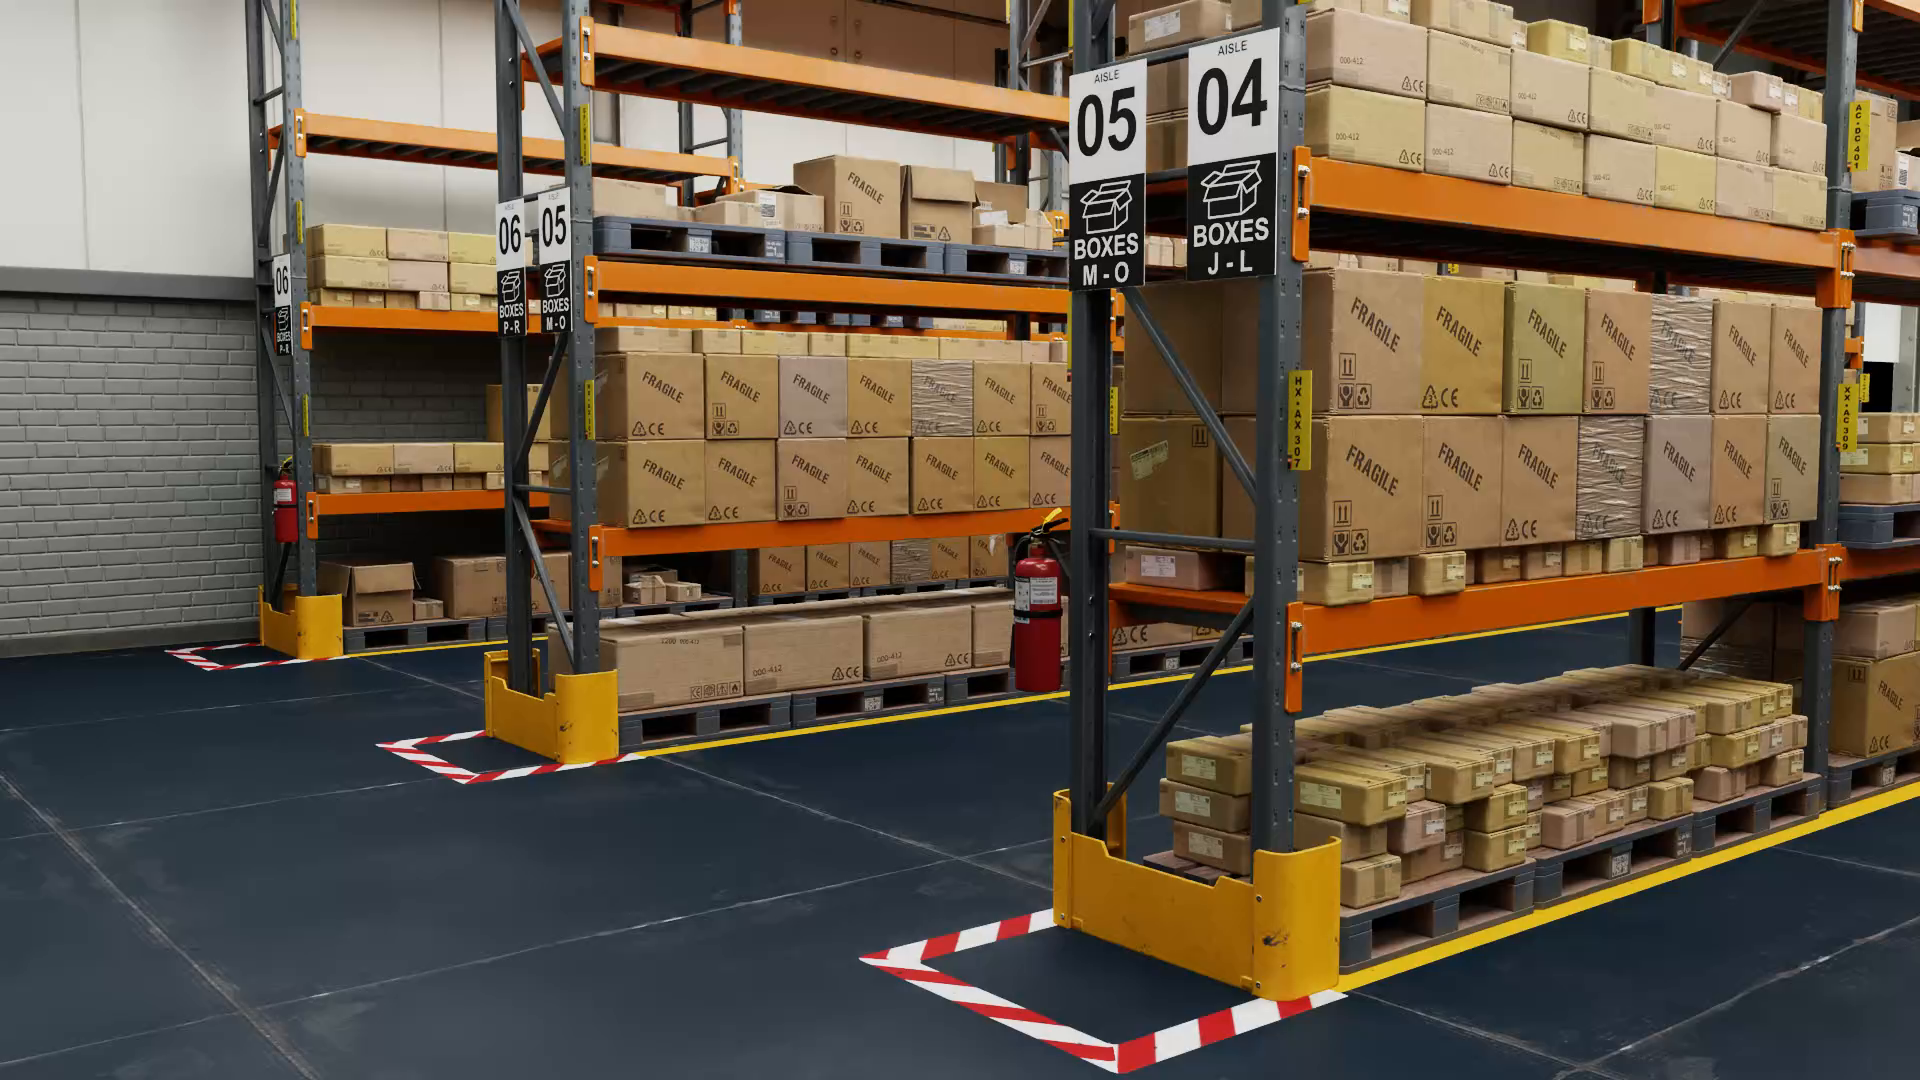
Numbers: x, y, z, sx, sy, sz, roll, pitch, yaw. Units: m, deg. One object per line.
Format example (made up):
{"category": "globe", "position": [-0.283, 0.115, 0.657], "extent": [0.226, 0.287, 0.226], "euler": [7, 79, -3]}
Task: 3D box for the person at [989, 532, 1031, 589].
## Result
{"category": "person", "position": [0.460, -0.022, 14.762], "extent": [0.488, 1.623, 0.943], "euler": [4, 6, 40]}
